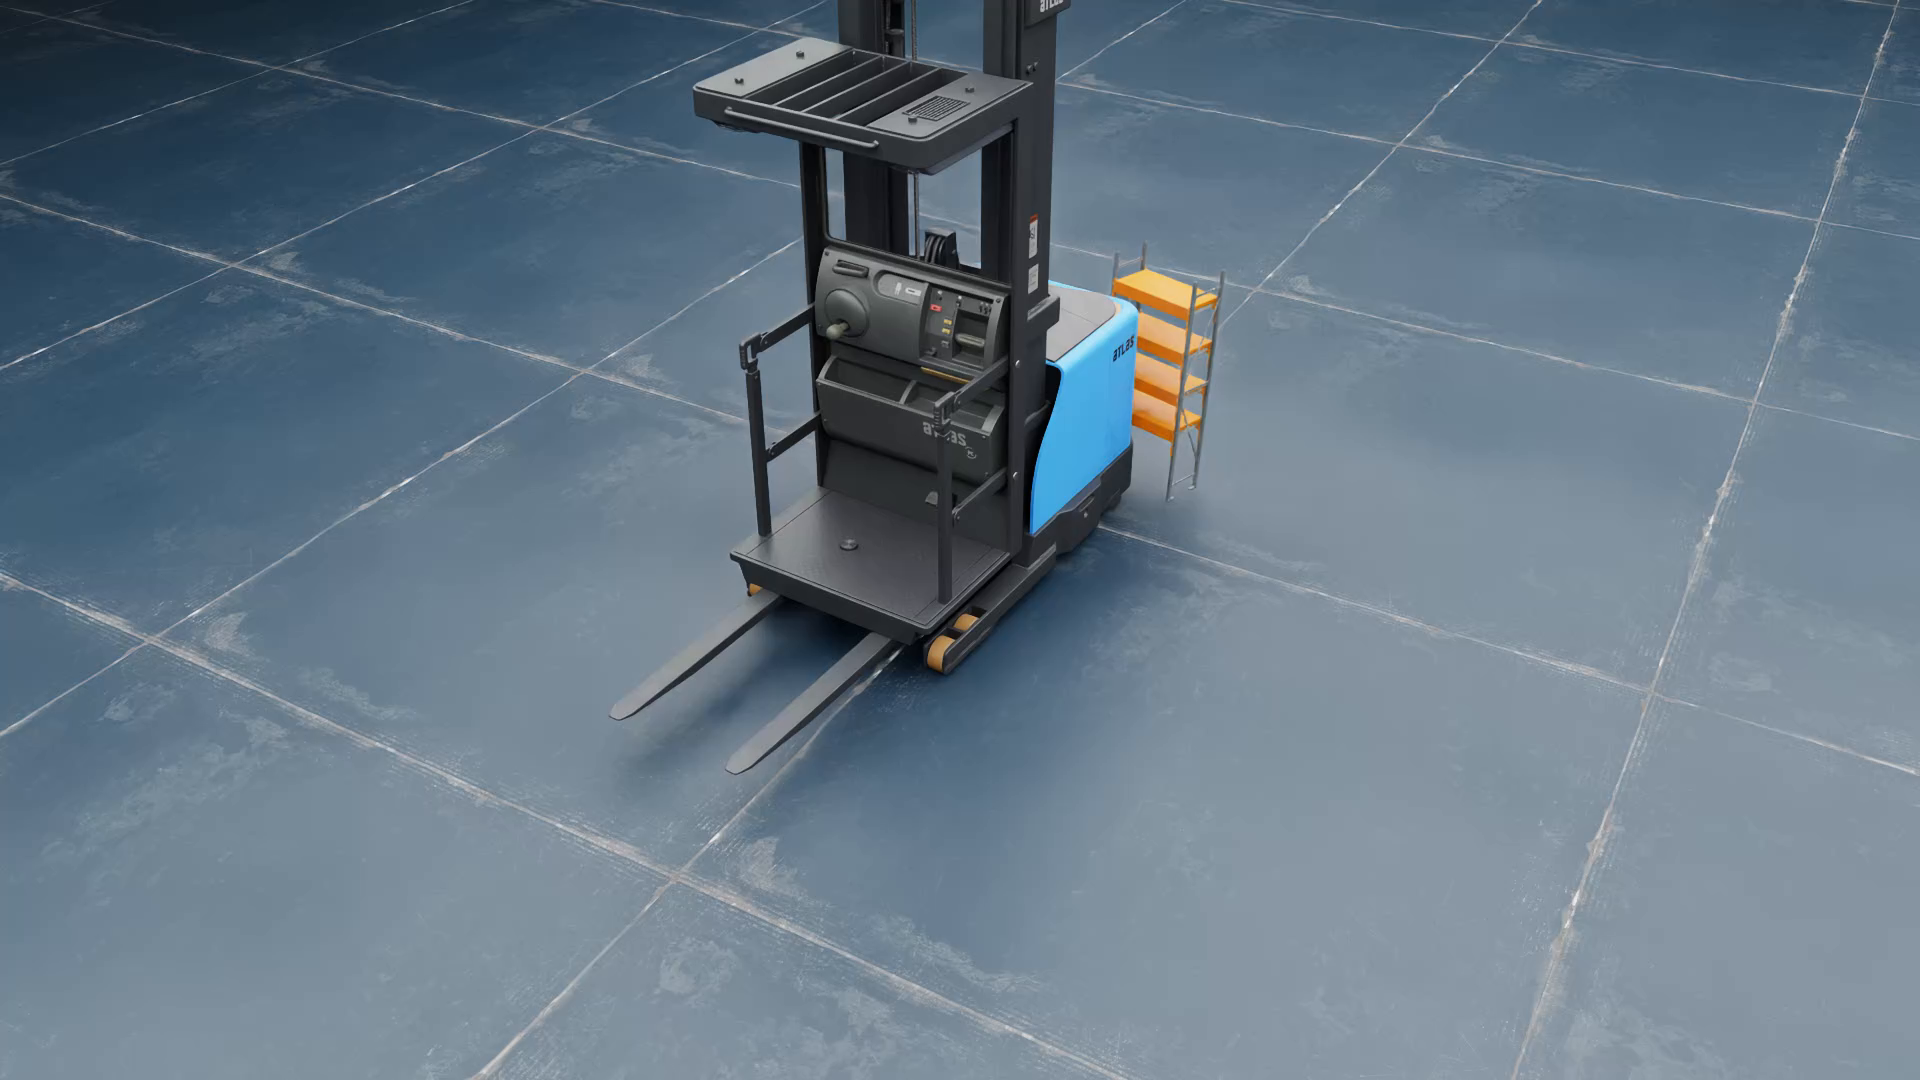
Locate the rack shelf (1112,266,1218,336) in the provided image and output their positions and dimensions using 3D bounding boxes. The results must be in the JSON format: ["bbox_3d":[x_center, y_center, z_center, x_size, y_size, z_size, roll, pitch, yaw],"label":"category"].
[{"bbox_3d":[1.016,-1.185,8.224,0.480,0.148,0.258,29,40,36],"label":"rack shelf"}]

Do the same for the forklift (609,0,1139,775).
[{"bbox_3d":[-0.338,-0.927,6.998,1.130,2.935,3.031,20,38,27],"label":"forklift"}]

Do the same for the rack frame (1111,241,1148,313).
[{"bbox_3d":[0.825,-0.944,8.570,0.015,1.200,0.240,29,40,36],"label":"rack frame"}]

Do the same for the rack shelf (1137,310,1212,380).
[{"bbox_3d":[1.005,-0.982,8.346,0.480,0.148,0.258,29,40,36],"label":"rack shelf"}]

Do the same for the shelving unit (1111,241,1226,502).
[{"bbox_3d":[0.998,-0.848,8.427,0.503,1.200,0.258,29,40,36],"label":"shelving unit"}]

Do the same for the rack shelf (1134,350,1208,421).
[{"bbox_3d":[0.994,-0.791,8.461,0.480,0.148,0.258,29,40,36],"label":"rack shelf"}]

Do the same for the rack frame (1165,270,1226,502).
[{"bbox_3d":[1.170,-0.753,8.283,0.015,1.200,0.240,29,40,36],"label":"rack frame"}]

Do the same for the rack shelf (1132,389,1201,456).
[{"bbox_3d":[0.985,-0.621,8.563,0.480,0.148,0.258,29,40,36],"label":"rack shelf"}]
